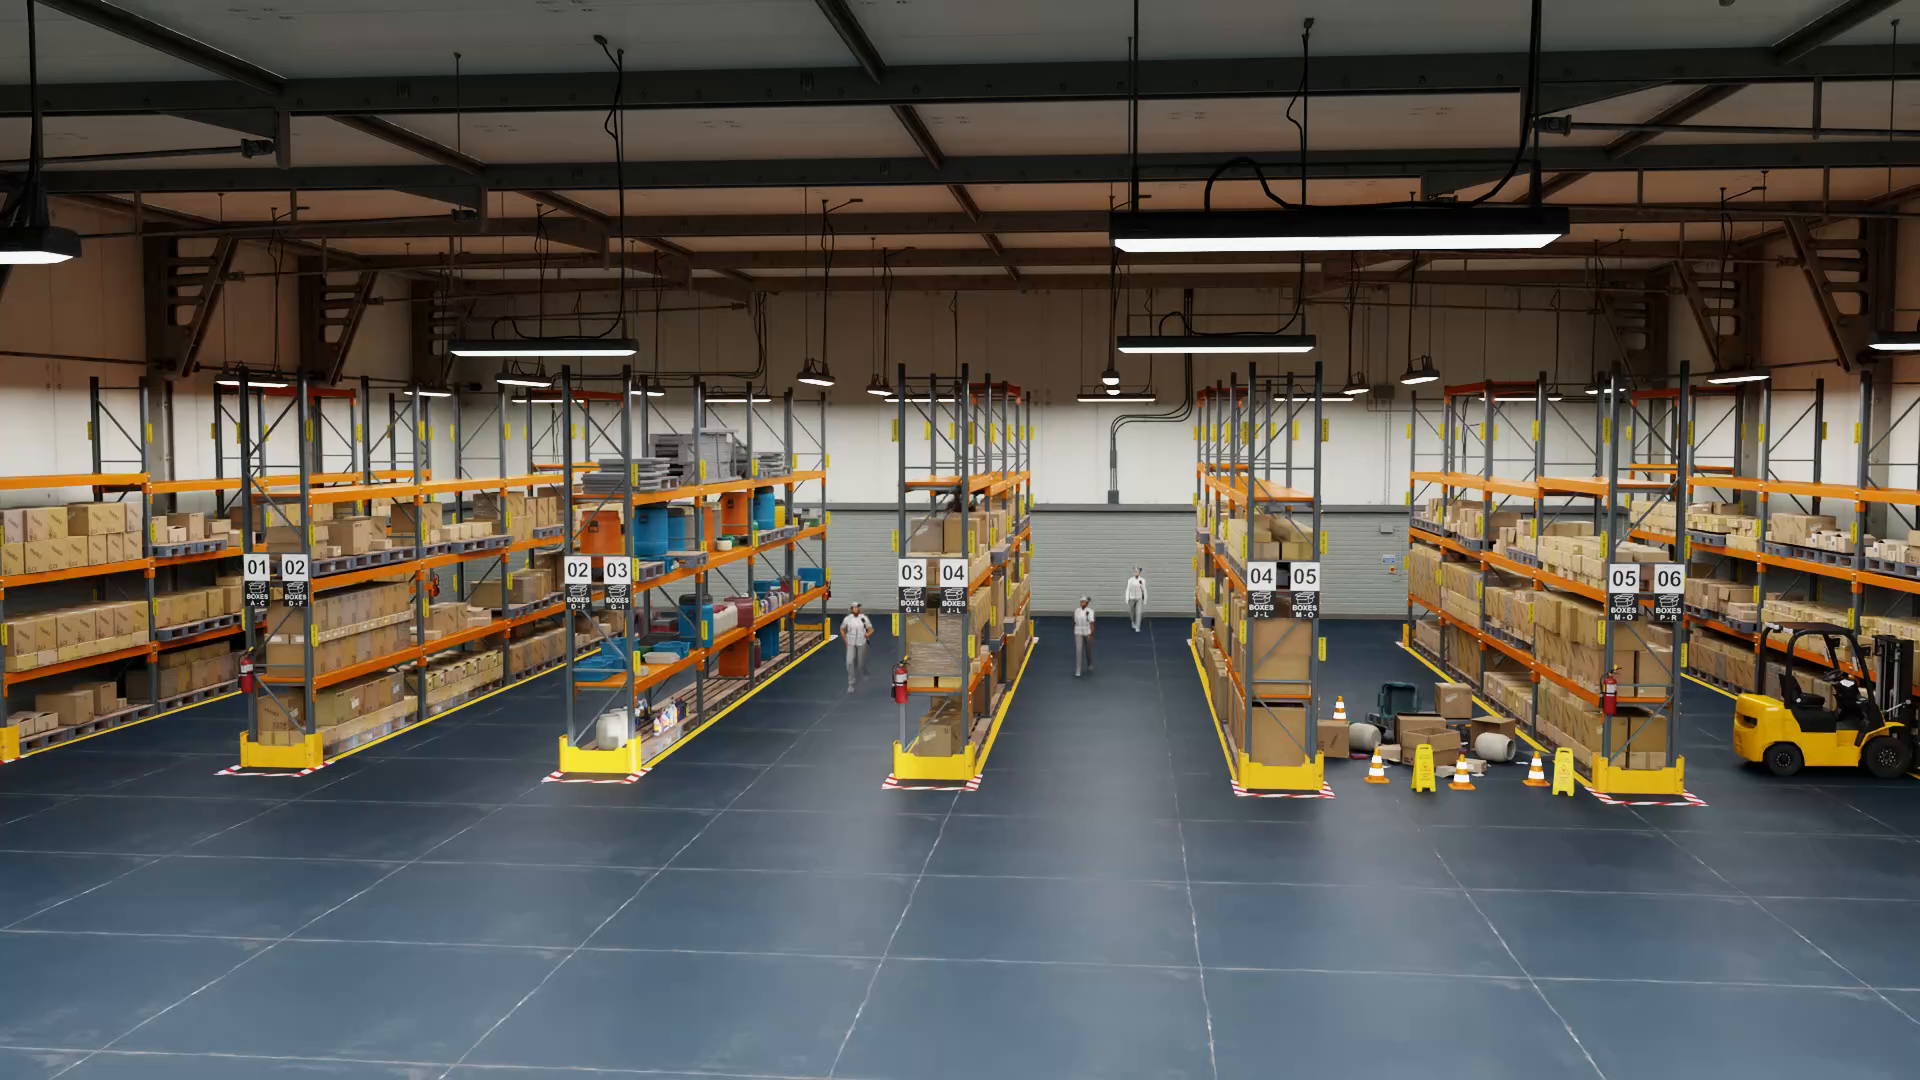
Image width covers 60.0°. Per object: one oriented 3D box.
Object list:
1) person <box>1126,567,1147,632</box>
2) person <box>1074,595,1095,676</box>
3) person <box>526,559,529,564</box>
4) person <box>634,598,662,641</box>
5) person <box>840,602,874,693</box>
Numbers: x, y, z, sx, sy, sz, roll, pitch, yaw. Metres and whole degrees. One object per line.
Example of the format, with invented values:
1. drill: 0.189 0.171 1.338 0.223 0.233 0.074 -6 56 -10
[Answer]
1. person: 4.454 1.488 41.941 0.528 1.642 0.963 1 4 11
2. person: 2.571 1.955 34.495 0.446 1.645 0.950 1 4 8
3. person: -11.236 1.344 43.316 0.541 1.712 1.039 0 4 1
4. person: -6.254 2.036 33.313 0.793 1.815 0.918 1 4 11
5. person: -1.977 2.025 31.690 0.634 1.687 0.746 1 4 12
